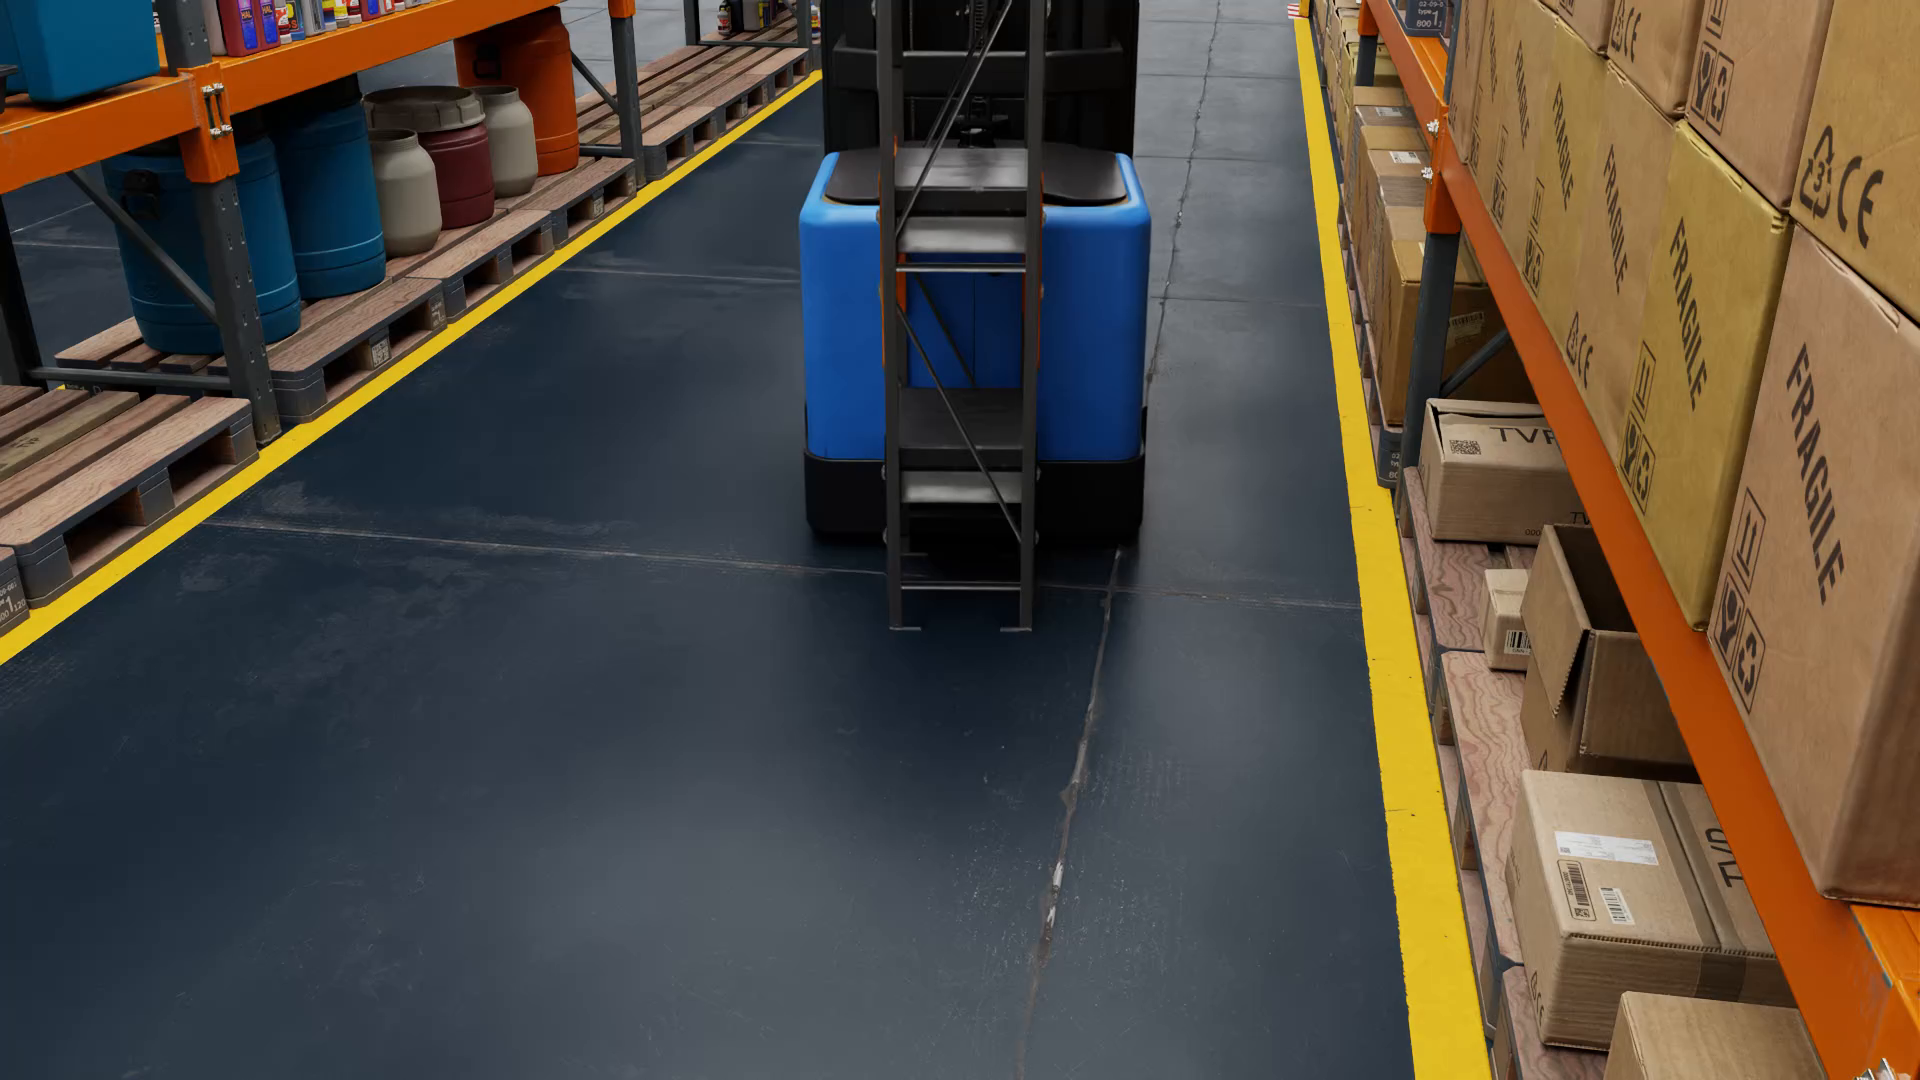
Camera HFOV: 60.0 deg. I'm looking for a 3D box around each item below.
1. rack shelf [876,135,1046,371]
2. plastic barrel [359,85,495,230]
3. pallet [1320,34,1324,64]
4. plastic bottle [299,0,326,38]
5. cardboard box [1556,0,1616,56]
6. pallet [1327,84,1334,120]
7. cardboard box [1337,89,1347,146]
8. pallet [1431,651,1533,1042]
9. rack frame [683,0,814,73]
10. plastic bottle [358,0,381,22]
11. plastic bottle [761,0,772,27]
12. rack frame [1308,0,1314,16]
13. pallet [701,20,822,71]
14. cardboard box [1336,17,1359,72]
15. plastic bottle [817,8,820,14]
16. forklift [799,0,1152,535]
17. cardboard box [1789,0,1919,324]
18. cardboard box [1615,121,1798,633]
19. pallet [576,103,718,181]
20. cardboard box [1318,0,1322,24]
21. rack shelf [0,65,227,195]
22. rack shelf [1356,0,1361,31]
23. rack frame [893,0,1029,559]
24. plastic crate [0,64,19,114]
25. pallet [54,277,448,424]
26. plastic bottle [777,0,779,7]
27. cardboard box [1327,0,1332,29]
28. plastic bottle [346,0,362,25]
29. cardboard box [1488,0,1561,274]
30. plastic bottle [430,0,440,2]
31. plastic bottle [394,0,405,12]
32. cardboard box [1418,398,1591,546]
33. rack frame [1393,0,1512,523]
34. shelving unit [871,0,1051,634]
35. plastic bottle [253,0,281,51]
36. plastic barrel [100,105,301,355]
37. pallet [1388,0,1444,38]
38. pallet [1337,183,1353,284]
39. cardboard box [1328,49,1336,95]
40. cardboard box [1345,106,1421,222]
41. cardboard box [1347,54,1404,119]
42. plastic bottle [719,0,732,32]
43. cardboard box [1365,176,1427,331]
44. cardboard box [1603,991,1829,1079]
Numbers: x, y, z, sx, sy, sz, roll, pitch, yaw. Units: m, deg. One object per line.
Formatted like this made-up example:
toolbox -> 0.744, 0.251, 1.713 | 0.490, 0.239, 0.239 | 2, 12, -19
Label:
rack shelf -> 0.007, -0.782, 4.477 | 0.431, 0.518, 0.480 | 0, 25, 1
plastic barrel -> -2.569, -1.844, 8.000 | 0.600, 0.588, 0.708 | 4, 25, 9
pallet -> 3.390, -3.819, 13.160 | 1.003, 0.211, 1.213 | 4, 25, 9
plastic bottle -> -2.464, -2.015, 6.163 | 0.152, 0.276, 0.135 | 4, 25, 9
cardboard box -> 1.304, -1.080, 2.722 | 0.500, 0.500, 0.500 | 5, 26, 10
pallet -> 3.136, -3.179, 11.792 | 1.003, 0.211, 1.213 | 4, 25, 9
cardboard box -> 2.491, -2.477, 9.752 | 0.500, 0.250, 0.500 | 4, 25, 8
pallet -> 1.601, 0.656, 3.601 | 1.003, 0.211, 1.213 | 4, 25, 9
rack frame -> -1.668, -5.097, 12.601 | 1.000, 3.000, 0.127 | 4, 25, 9
plastic bottle -> -2.349, -2.194, 6.536 | 0.061, 0.283, 0.133 | 4, 25, 9
plastic bottle -> -1.665, -4.433, 13.875 | 0.152, 0.276, 0.135 | 4, 25, 9
rack frame -> 3.872, -6.425, 15.439 | 1.000, 3.000, 0.127 | 4, 25, 9
pallet -> -1.517, -4.112, 13.786 | 1.003, 0.211, 1.213 | 4, 25, 9
cardboard box -> 2.655, -3.153, 10.533 | 0.500, 0.311, 0.500 | 5, 25, 10
plastic bottle -> -1.150, -4.217, 13.503 | 0.097, 0.201, 0.097 | 0, 25, 0
forklift -> 0.071, -1.923, 5.900 | 1.130, 2.935, 3.031 | 0, 25, 1
cardboard box -> 1.059, -0.437, 1.348 | 0.500, 0.500, 0.500 | 4, 25, 8
cardboard box -> 1.143, -0.202, 2.026 | 0.500, 0.500, 0.500 | 4, 25, 9
pallet -> -2.157, -2.482, 10.305 | 1.003, 0.211, 1.213 | 4, 25, 9
cardboard box -> 3.318, -4.534, 14.146 | 0.500, 0.250, 0.500 | 4, 25, 9
rack shelf -> -3.302, -0.589, 3.818 | 1.077, 0.370, 4.000 | 4, 25, 9
rack shelf -> 2.891, -3.590, 10.230 | 1.077, 0.370, 4.000 | 4, 25, 9
rack frame -> 0.011, -0.898, 4.692 | 0.400, 2.100, 0.015 | 0, 25, 1
plastic crate -> -2.893, -1.167, 4.459 | 0.437, 0.125, 0.590 | 4, 25, 9
pallet -> -2.808, -0.808, 6.727 | 1.003, 0.211, 1.213 | 4, 25, 9
plastic bottle -> -1.673, -4.909, 14.884 | 0.061, 0.283, 0.133 | 4, 25, 9
cardboard box -> 2.905, -3.796, 11.907 | 0.500, 0.311, 0.500 | 4, 25, 9
plastic bottle -> -2.386, -2.109, 6.453 | 0.097, 0.201, 0.097 | 0, 25, 0
cardboard box -> 1.394, -0.834, 3.375 | 0.500, 0.500, 0.500 | 4, 25, 8
plastic bottle -> -2.273, -2.432, 7.058 | 0.097, 0.271, 0.097 | 0, 25, 0
plastic bottle -> -2.327, -2.262, 6.779 | 0.097, 0.201, 0.097 | 0, 25, 0
cardboard box -> 1.629, -0.227, 4.850 | 0.500, 0.311, 0.500 | 4, 25, 9
rack frame -> 1.911, -1.406, 4.716 | 1.000, 3.000, 0.127 | 4, 25, 9
shelving unit -> 0.007, -0.795, 4.471 | 0.431, 2.100, 0.503 | 0, 25, 1
plastic bottle -> -2.473, -1.878, 5.861 | 0.061, 0.283, 0.133 | 4, 25, 9
plastic barrel -> -2.870, -1.217, 6.292 | 0.600, 0.901, 0.708 | 4, 25, 9
pallet -> 2.251, -2.179, 6.593 | 1.003, 0.211, 1.213 | 4, 25, 9
pallet -> 2.405, -1.507, 8.220 | 1.003, 0.211, 1.213 | 4, 25, 9
cardboard box -> 2.741, -3.115, 11.115 | 0.500, 0.250, 0.500 | 3, 25, 7
cardboard box -> 2.128, -1.757, 7.894 | 0.500, 0.500, 0.500 | 3, 25, 7
cardboard box -> 2.407, -2.514, 9.170 | 0.500, 0.311, 0.500 | 5, 25, 10
plastic bottle -> -1.915, -4.290, 13.562 | 0.061, 0.283, 0.133 | 5, 26, 11
cardboard box -> 1.880, -1.116, 6.525 | 0.500, 0.500, 0.500 | 4, 25, 9
cardboard box -> 1.103, 0.955, 2.101 | 0.500, 0.500, 0.500 | 4, 25, 9
